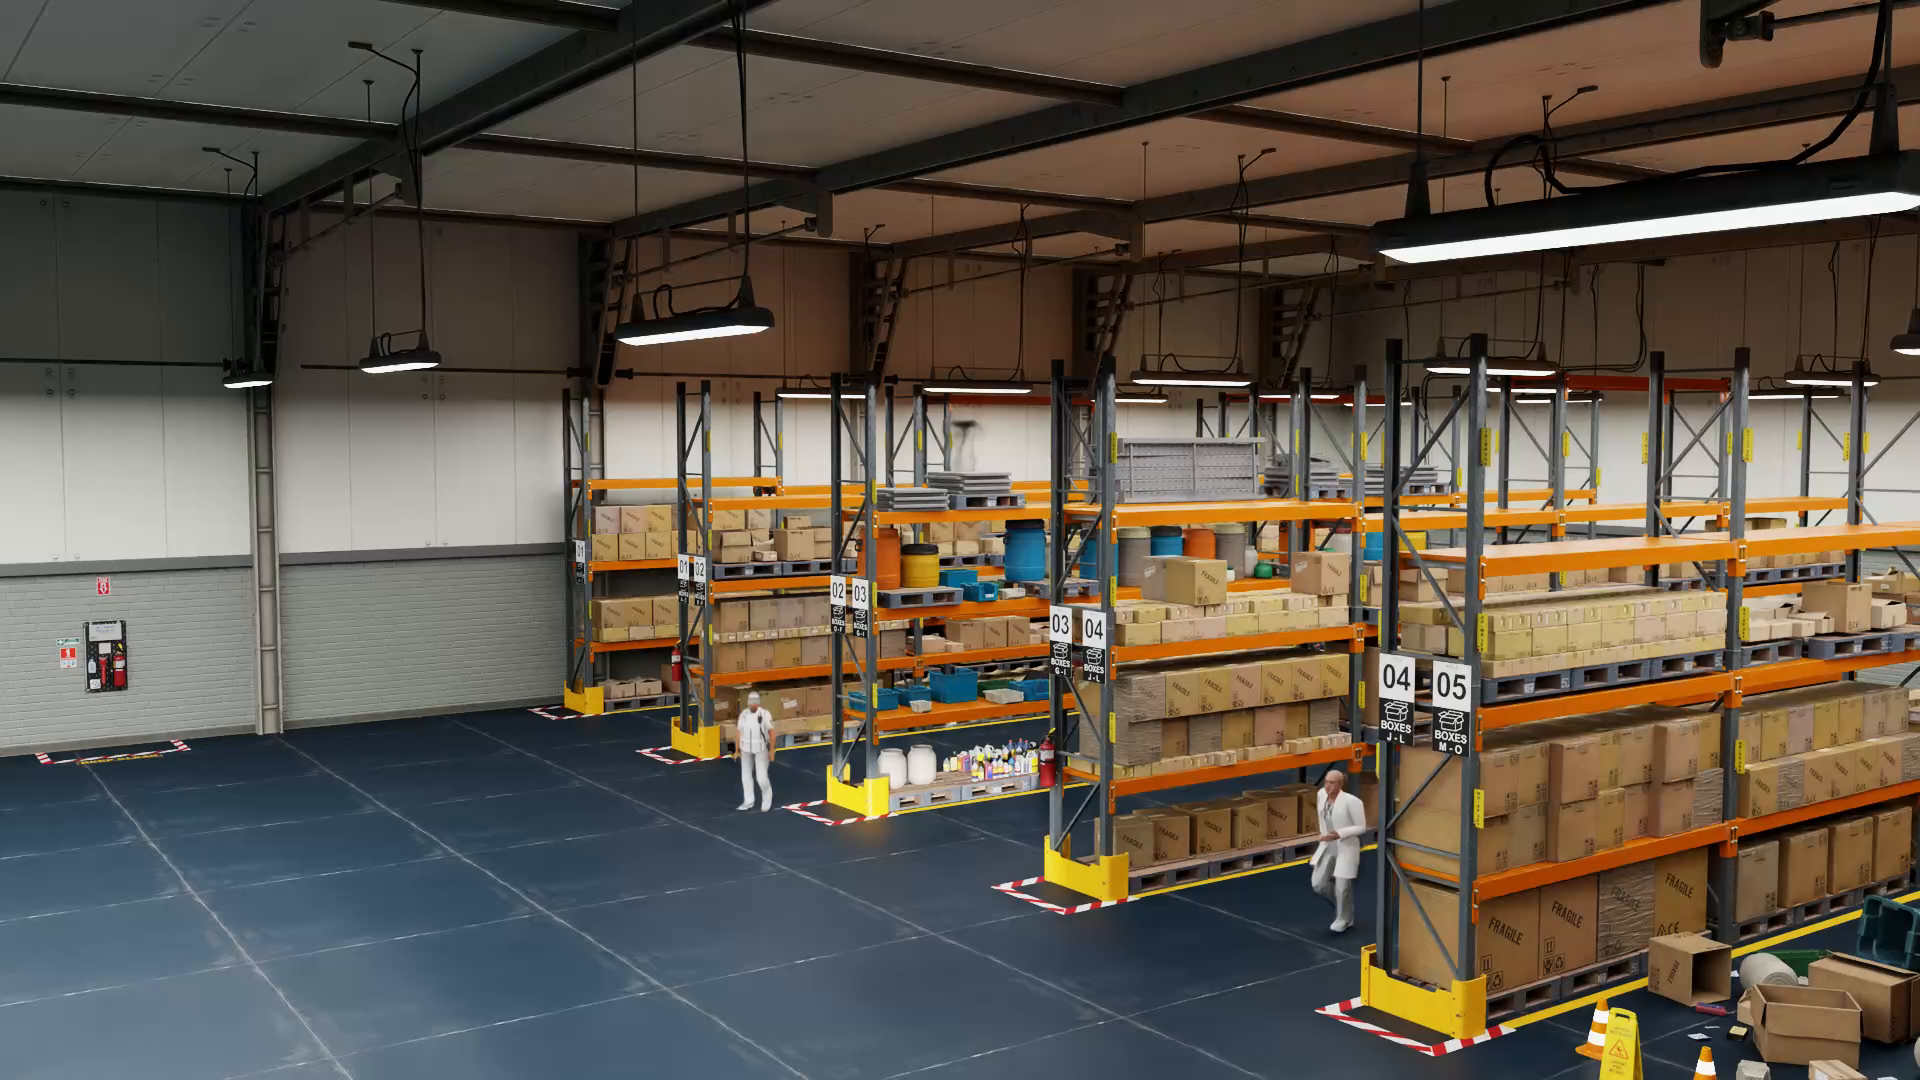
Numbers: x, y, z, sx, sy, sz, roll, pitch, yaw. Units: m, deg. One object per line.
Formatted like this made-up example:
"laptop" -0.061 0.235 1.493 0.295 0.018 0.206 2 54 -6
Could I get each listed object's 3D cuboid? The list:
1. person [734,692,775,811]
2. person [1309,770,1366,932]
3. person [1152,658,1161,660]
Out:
"person" -2.800 2.902 22.706 0.532 1.684 0.460 1 4 12
"person" 3.864 3.200 17.078 0.674 1.716 0.732 3 5 42
"person" 3.483 2.481 29.570 0.689 1.619 0.607 -3 5 -39
